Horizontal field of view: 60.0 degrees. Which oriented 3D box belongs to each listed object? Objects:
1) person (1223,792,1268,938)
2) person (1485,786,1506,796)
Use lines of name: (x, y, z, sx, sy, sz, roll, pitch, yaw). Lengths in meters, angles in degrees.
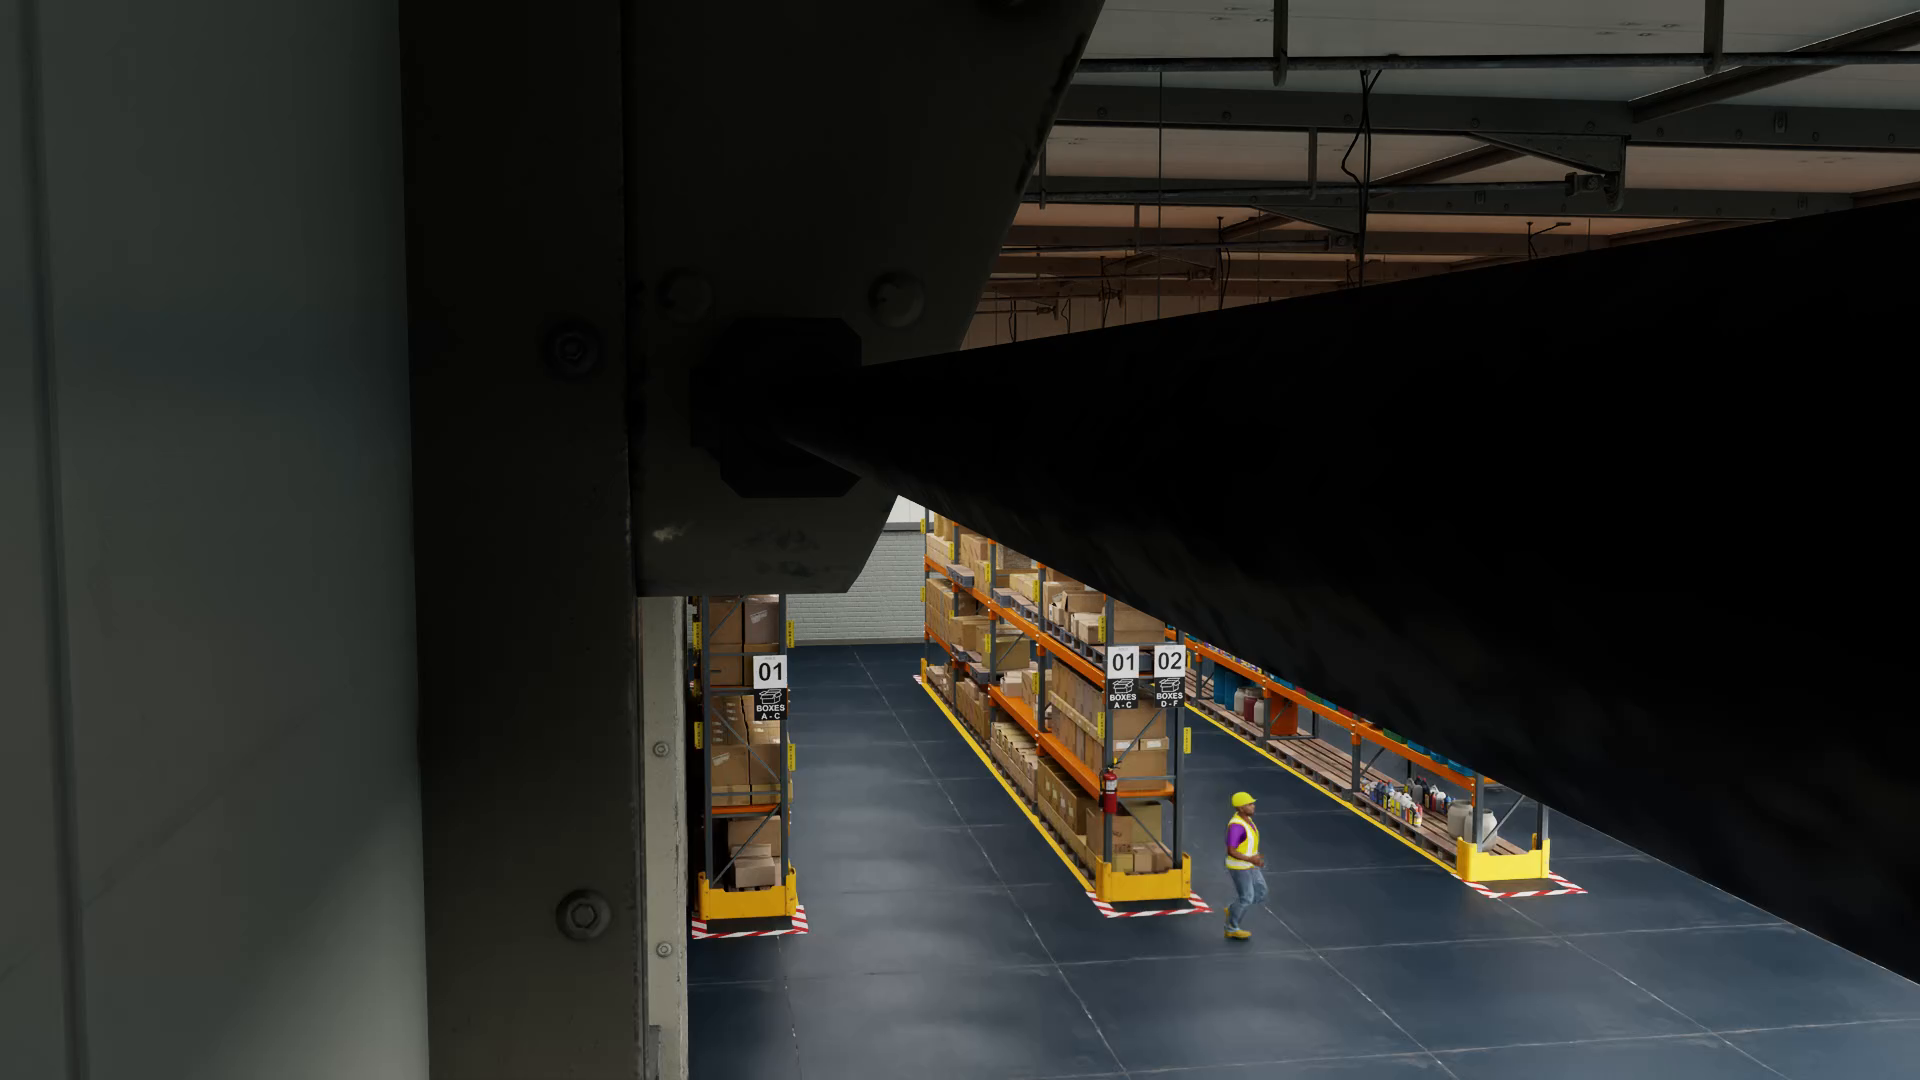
person: (3.320, 3.768, 19.261, 0.565, 1.719, 0.674, 2, 6, 24)
person: (8.511, 3.181, 26.269, 0.658, 1.757, 0.797, -3, 6, -34)
